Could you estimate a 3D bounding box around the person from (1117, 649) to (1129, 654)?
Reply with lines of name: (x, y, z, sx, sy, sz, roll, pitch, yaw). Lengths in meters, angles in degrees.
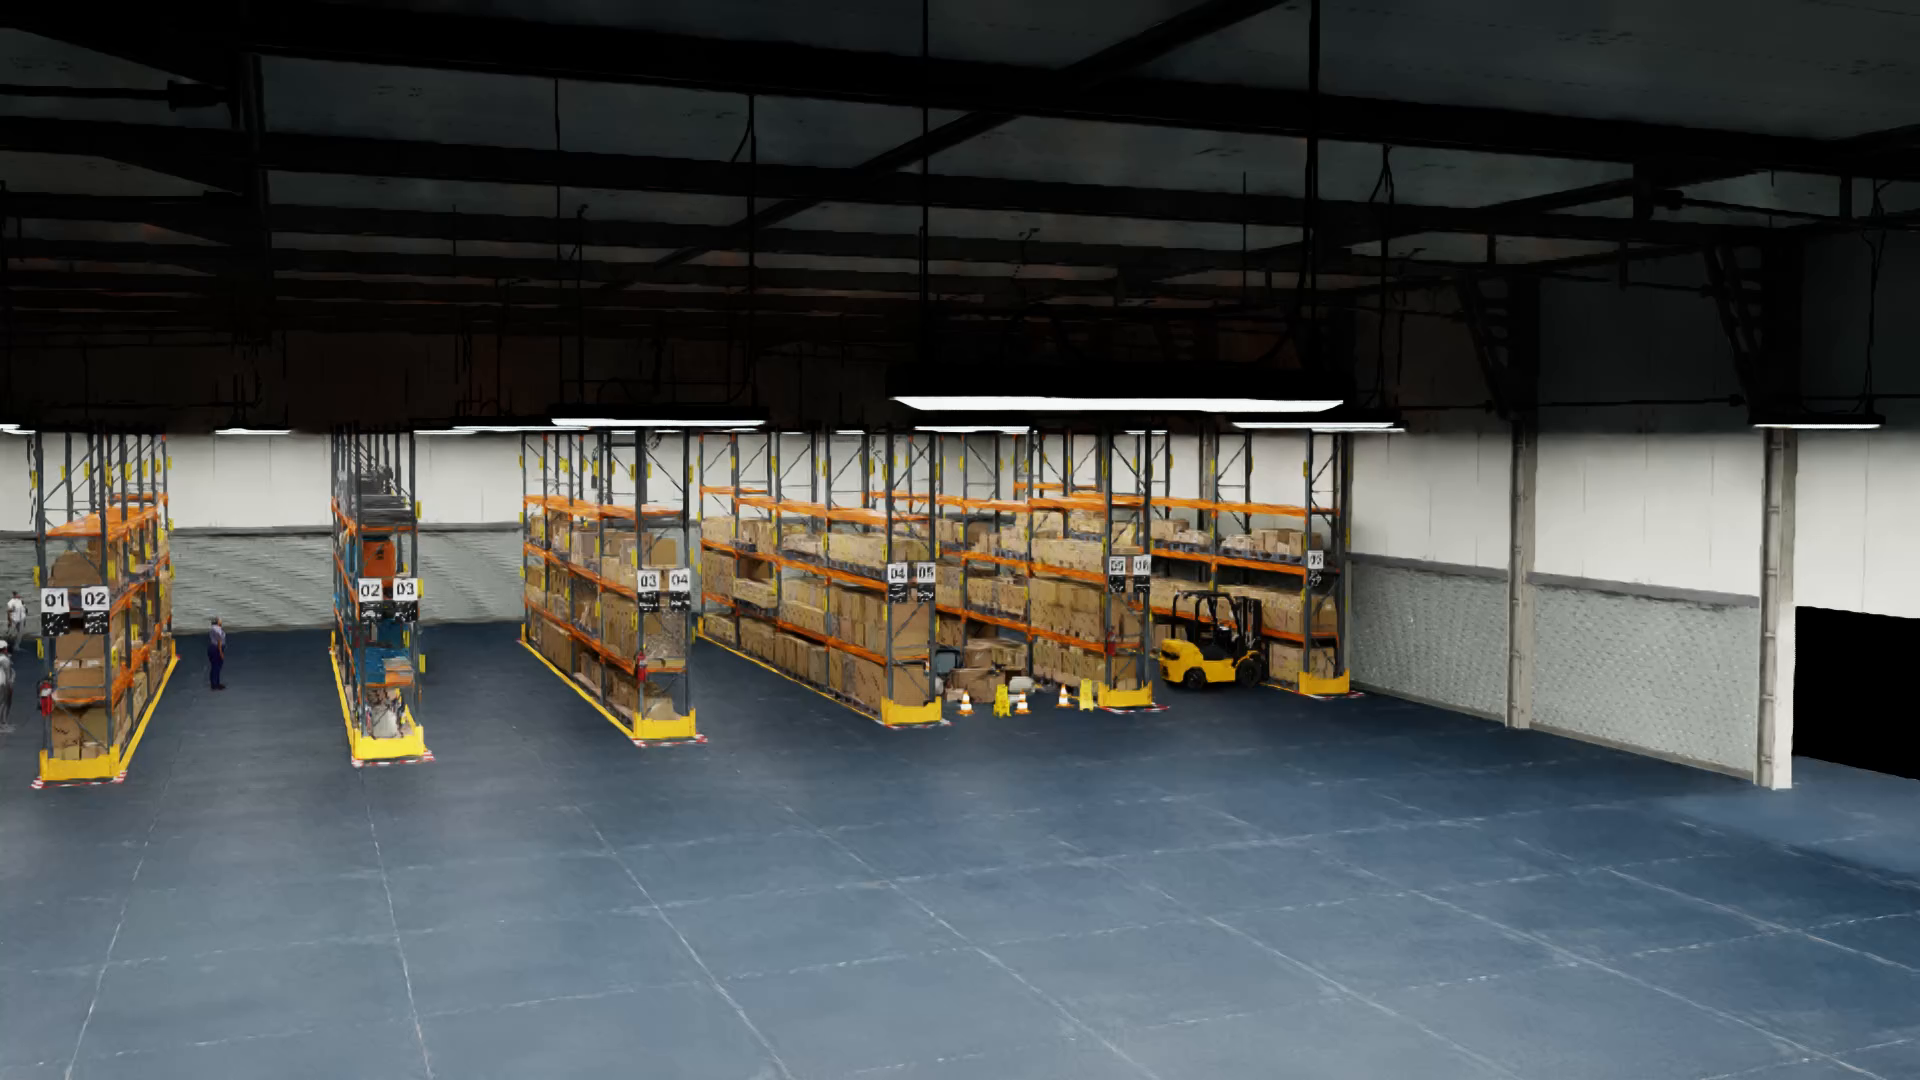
person: (3.959, 2.299, 41.246, 0.539, 1.665, 0.573, 0, 4, 7)

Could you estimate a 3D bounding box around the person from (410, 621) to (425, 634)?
person: (-15.852, 1.853, 47.742, 0.588, 1.755, 0.772, 1, 4, 17)

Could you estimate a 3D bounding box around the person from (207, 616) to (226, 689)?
person: (-16.816, 2.538, 37.649, 0.377, 1.640, 0.608, -3, 5, -44)

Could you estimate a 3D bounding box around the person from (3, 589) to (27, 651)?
person: (-25.185, 2.139, 44.149, 0.508, 1.661, 0.659, 2, 4, 26)

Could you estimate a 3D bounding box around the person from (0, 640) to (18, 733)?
person: (-18.463, 2.809, 32.177, 0.581, 1.775, 0.444, 3, 4, 37)
